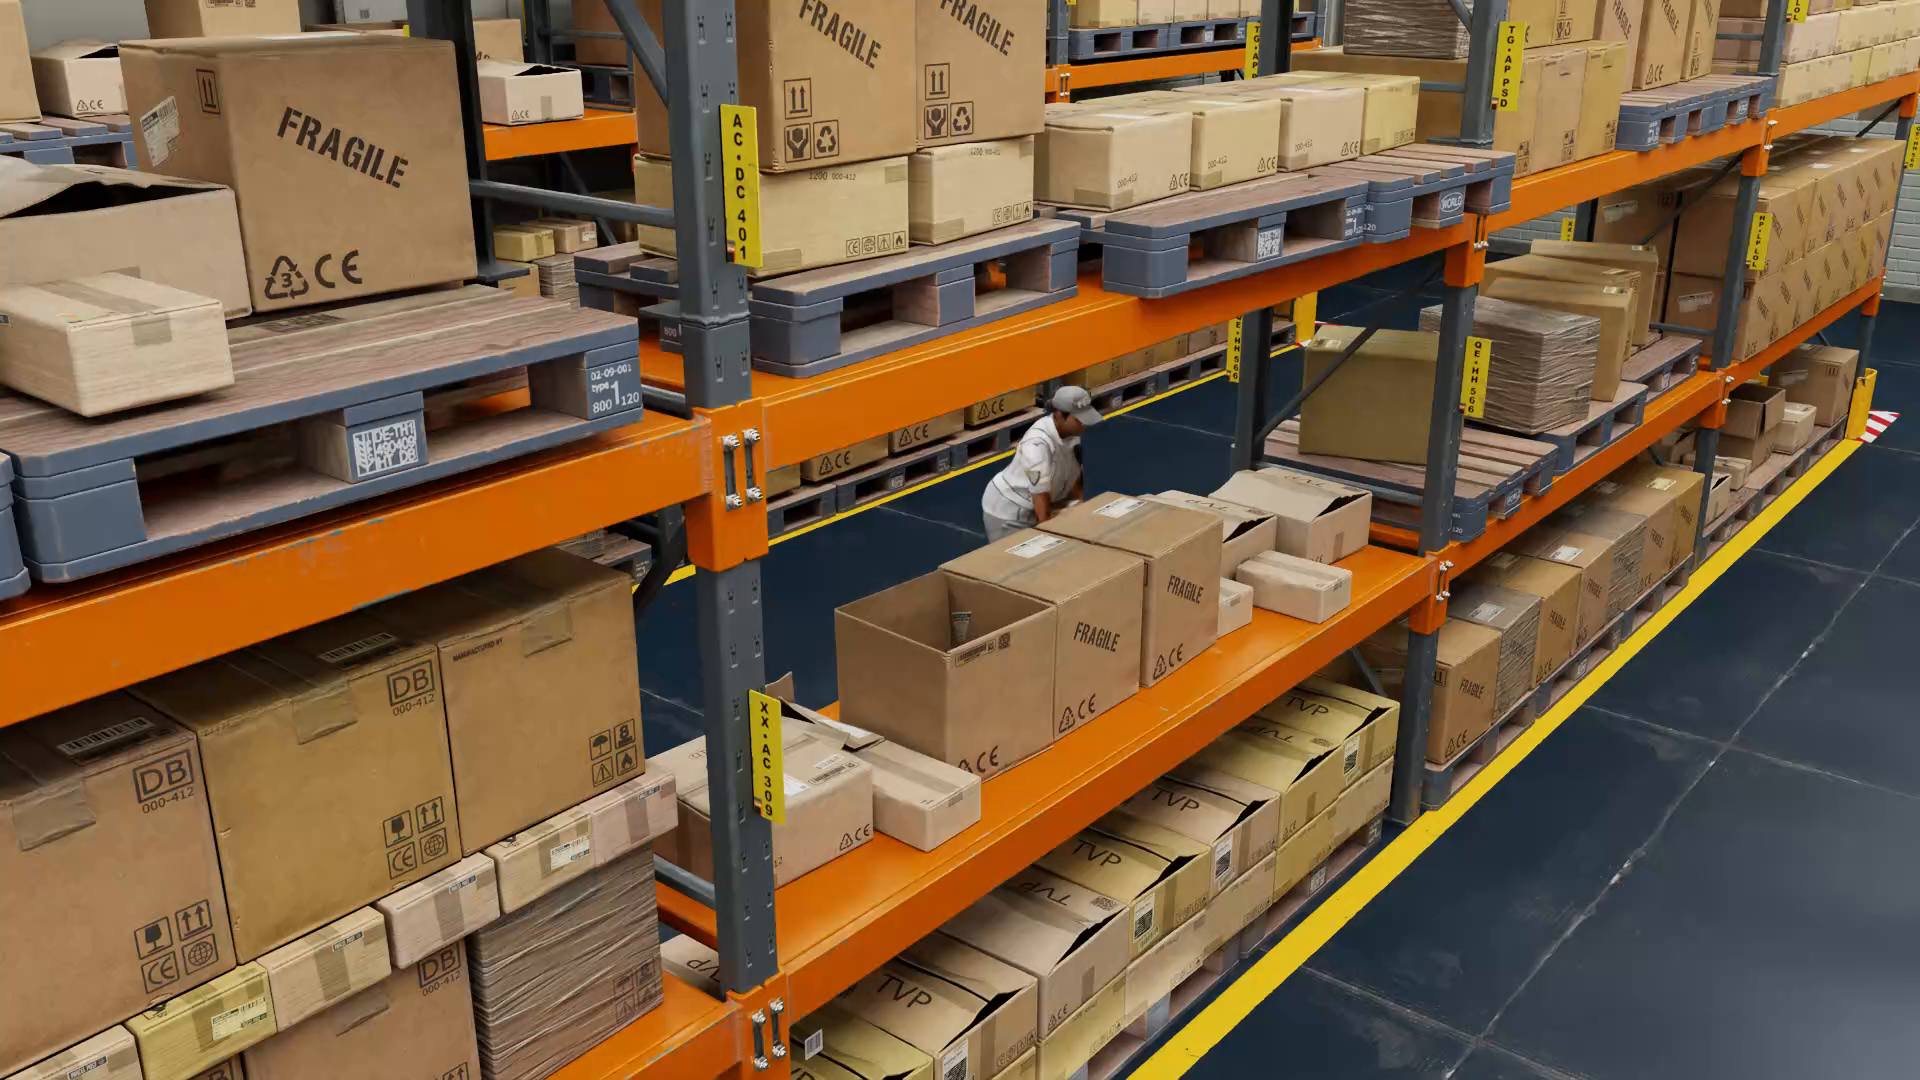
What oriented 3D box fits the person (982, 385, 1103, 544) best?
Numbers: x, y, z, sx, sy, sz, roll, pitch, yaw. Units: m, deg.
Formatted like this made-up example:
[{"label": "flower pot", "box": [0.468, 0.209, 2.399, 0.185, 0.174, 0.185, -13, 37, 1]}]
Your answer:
[{"label": "person", "box": [0.447, -0.075, 8.891, 0.654, 1.594, 0.452, 15, 25, 35]}]
